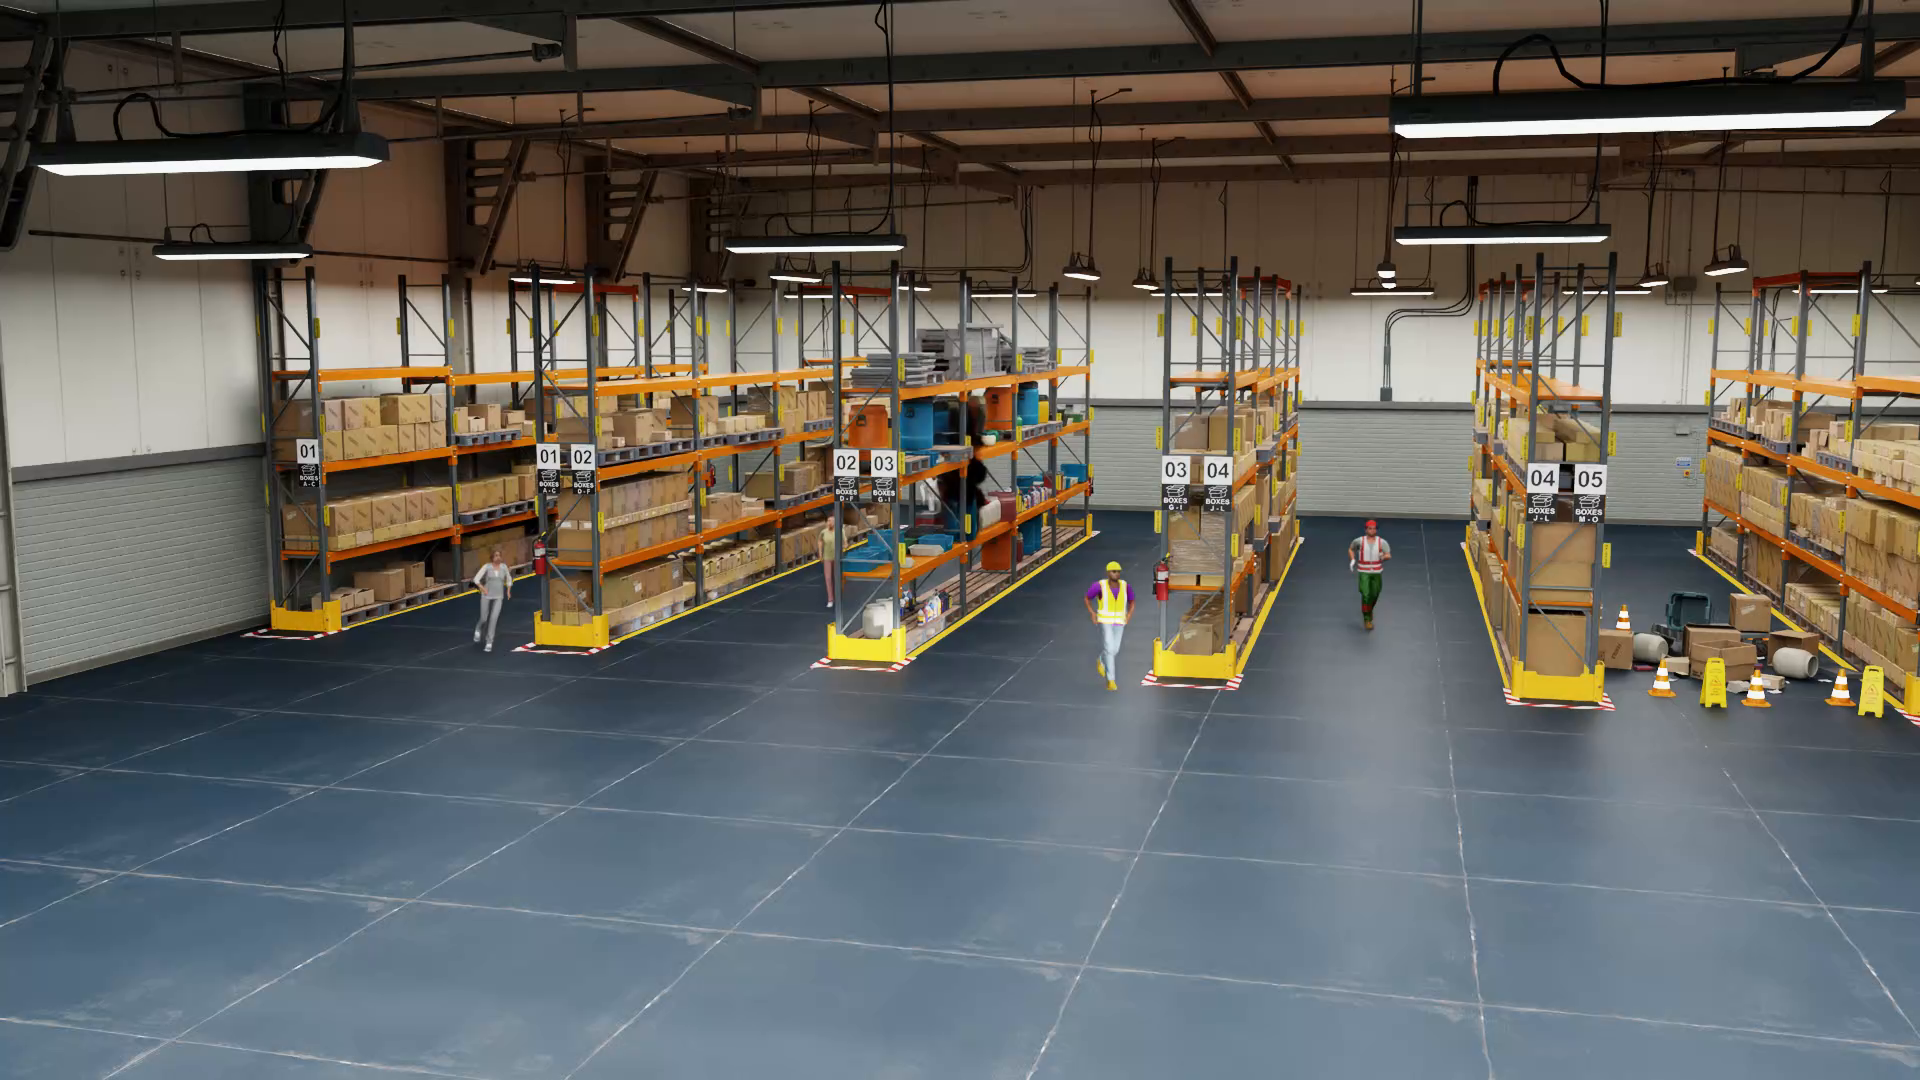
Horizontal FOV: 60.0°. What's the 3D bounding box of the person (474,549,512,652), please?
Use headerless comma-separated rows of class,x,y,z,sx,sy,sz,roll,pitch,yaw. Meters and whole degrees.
person,-7.319,0.915,26.130,0.601,1.556,0.846,-3,8,-23

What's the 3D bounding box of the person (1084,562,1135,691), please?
person,2.126,1.172,23.466,0.715,1.773,0.895,-2,8,-16

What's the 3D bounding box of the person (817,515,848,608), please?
person,-2.319,0.361,30.199,0.587,1.658,0.752,1,7,7

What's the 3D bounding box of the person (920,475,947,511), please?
person,-0.627,-0.948,40.404,0.638,1.688,0.725,-1,7,-9

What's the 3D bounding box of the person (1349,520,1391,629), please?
person,6.885,0.548,27.917,0.658,1.772,1.002,0,7,3
